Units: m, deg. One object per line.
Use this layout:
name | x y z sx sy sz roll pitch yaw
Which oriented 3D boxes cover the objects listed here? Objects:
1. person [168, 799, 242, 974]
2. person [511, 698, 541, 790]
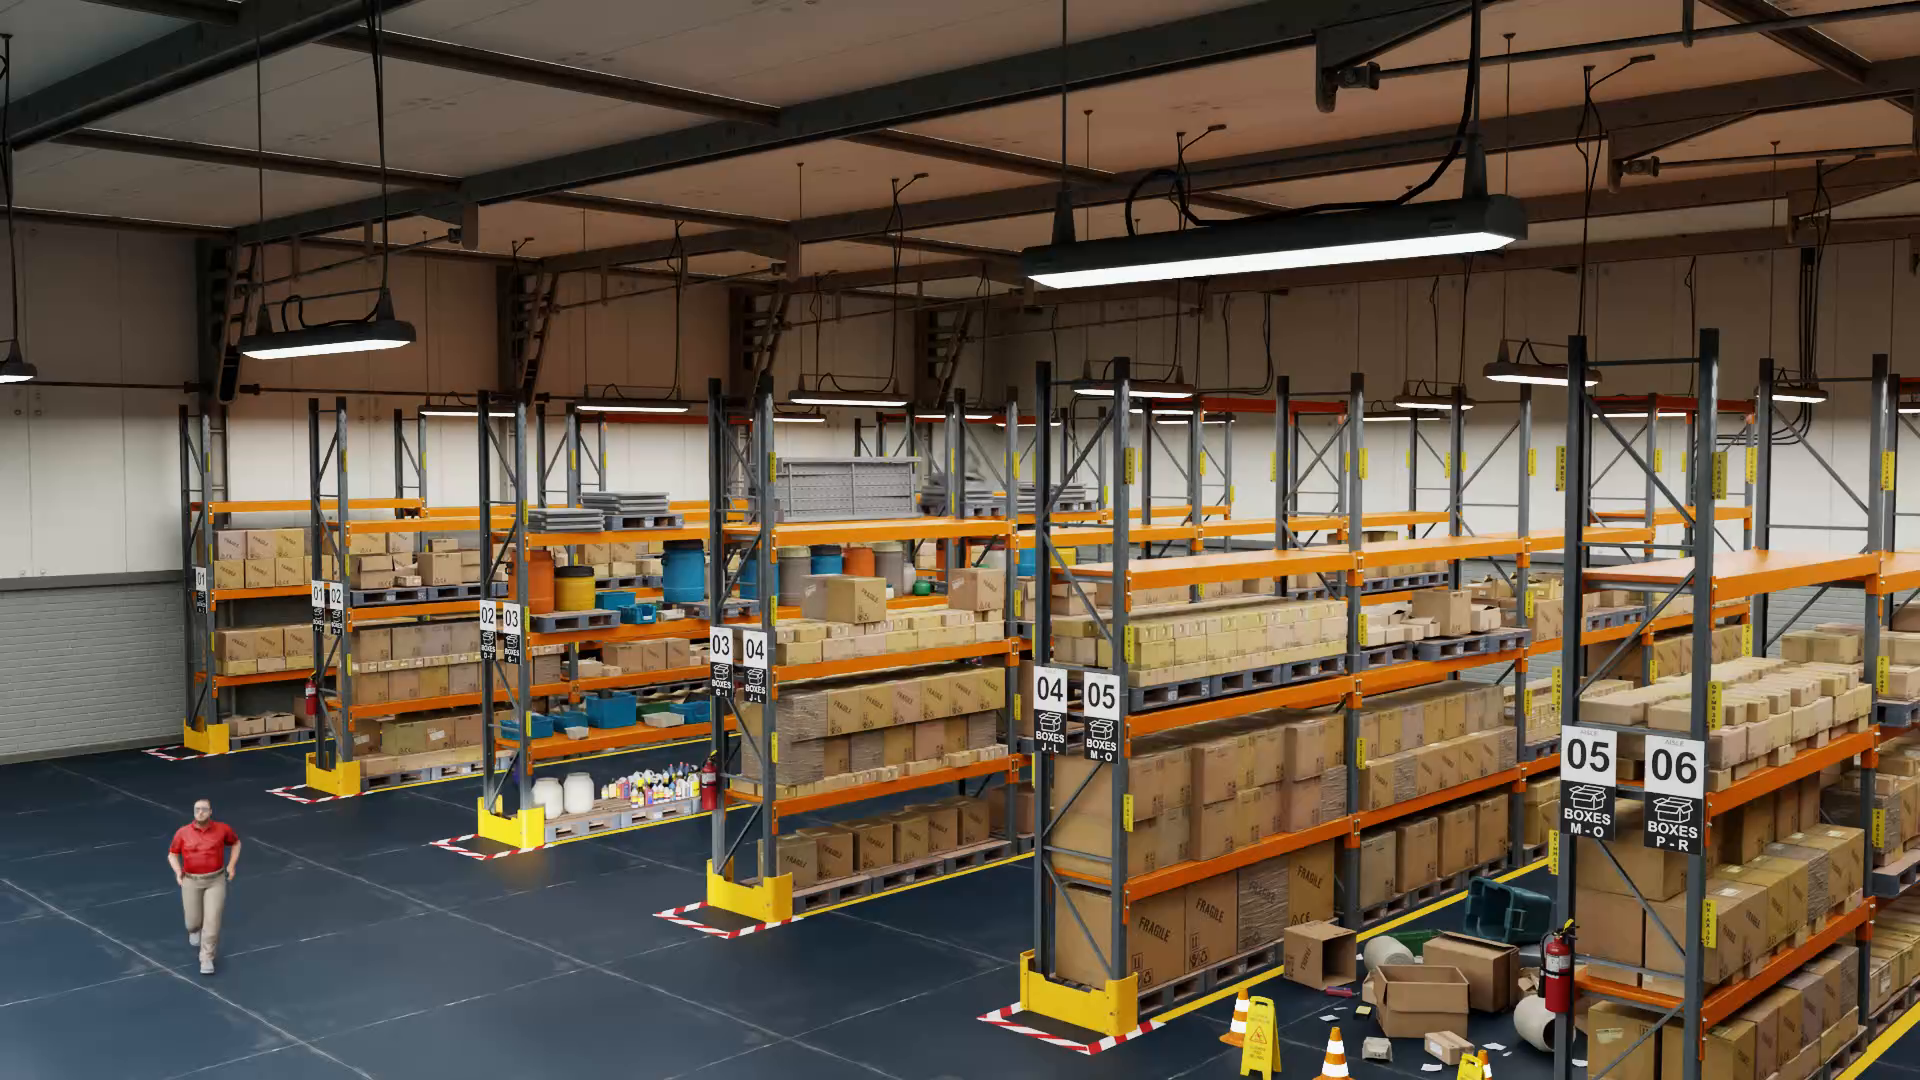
person | -7.590 3.447 16.736 0.677 1.683 0.829 -1 3 -23
person | -6.344 3.084 24.203 0.655 1.651 0.622 -3 4 -45
